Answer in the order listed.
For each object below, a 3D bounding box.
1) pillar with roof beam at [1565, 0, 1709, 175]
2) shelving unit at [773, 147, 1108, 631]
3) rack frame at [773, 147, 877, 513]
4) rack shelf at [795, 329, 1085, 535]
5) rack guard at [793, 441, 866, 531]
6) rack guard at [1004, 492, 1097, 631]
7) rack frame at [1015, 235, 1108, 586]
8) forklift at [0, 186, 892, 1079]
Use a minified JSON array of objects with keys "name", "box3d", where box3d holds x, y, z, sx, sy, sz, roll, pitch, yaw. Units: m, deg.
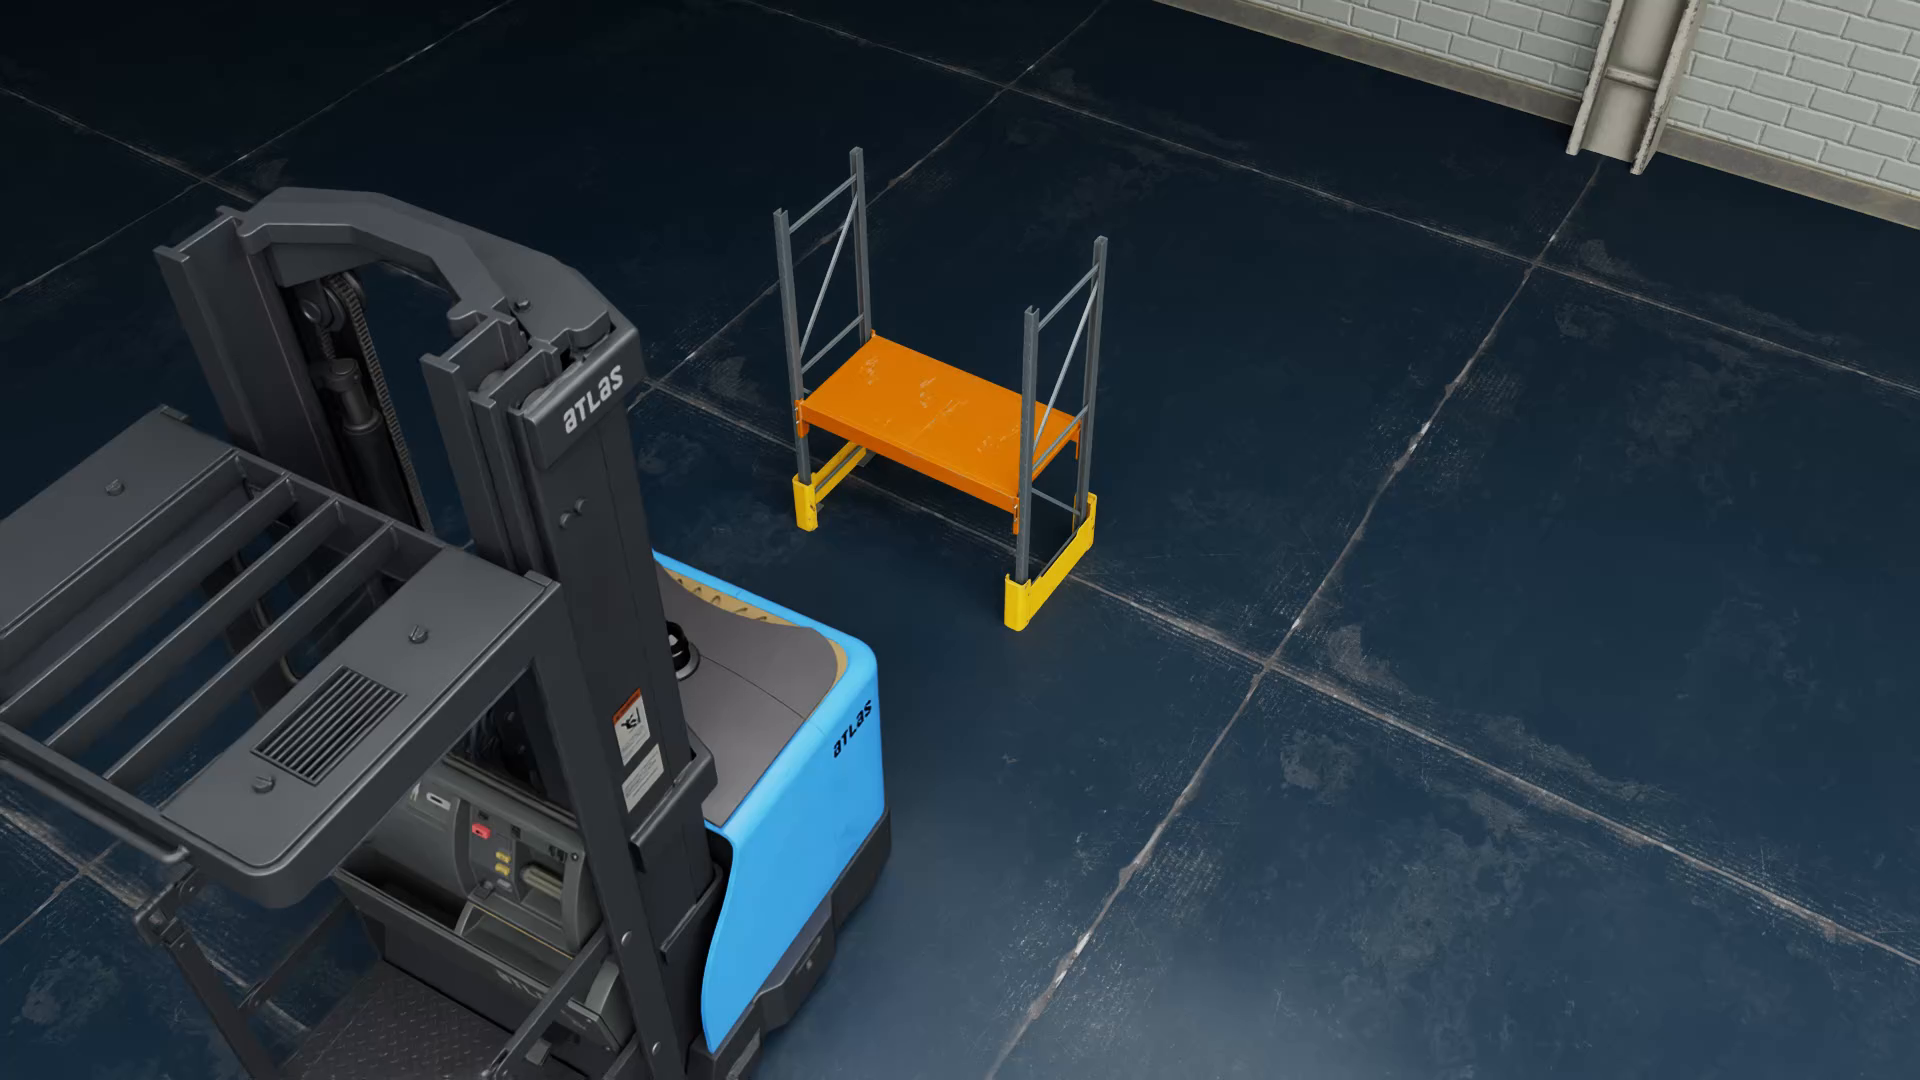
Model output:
[{"name":"pillar with roof beam","box3d":[1.101,-2.588,2.990,0.400,9.000,9.100,25,51,22]},{"name":"shelving unit","box3d":[-0.064,-0.552,6.241,1.083,1.500,0.587,25,51,22]},{"name":"rack frame","box3d":[-0.500,-0.753,6.435,0.032,1.500,0.500,25,51,22]},{"name":"rack shelf","box3d":[-0.072,-0.430,6.373,1.000,0.185,0.538,25,51,22]},{"name":"rack guard","box3d":[-0.483,-0.309,6.876,0.087,0.250,0.587,25,51,22]},{"name":"rack guard","box3d":[0.355,0.076,6.502,0.087,0.250,0.587,25,51,22]},{"name":"rack frame","box3d":[0.356,-0.359,6.053,0.032,1.500,0.500,25,51,22]},{"name":"forklift","box3d":[-1.389,0.802,3.927,1.130,2.935,3.031,22,50,20]}]
